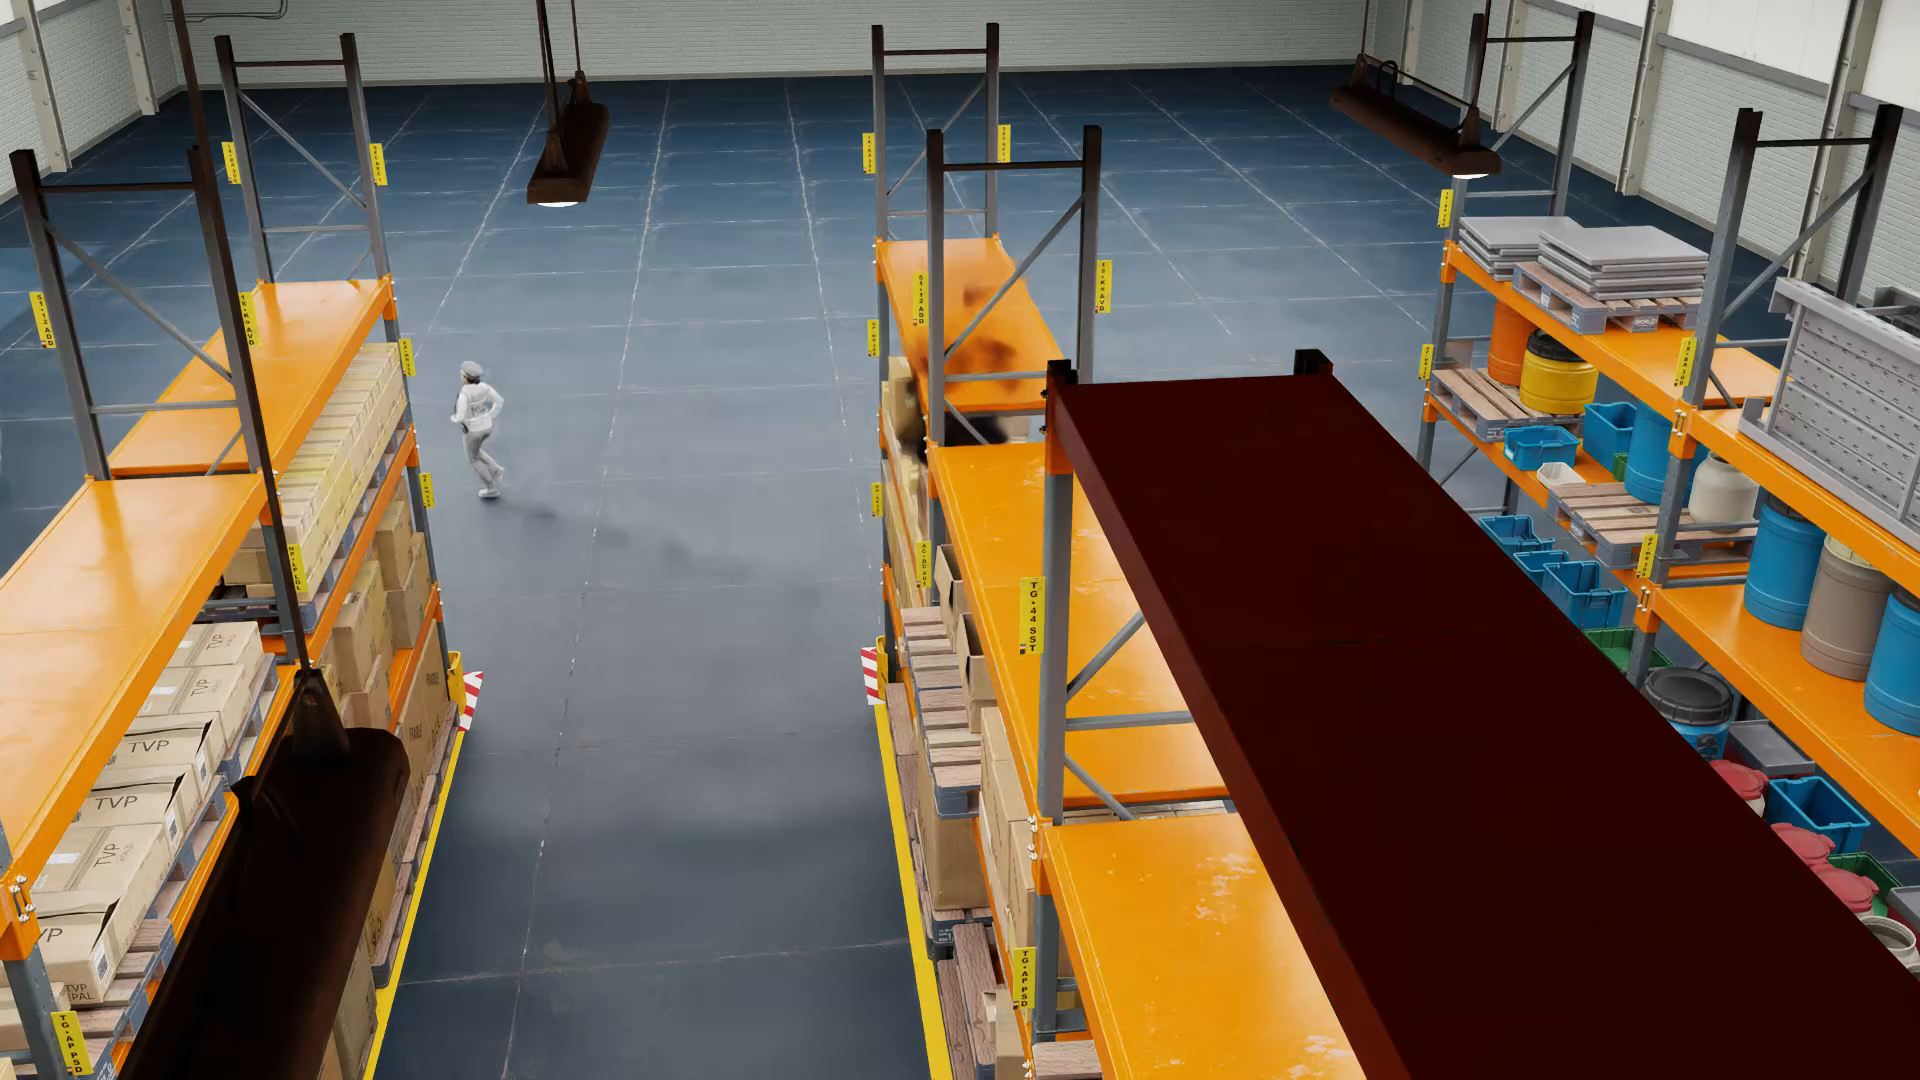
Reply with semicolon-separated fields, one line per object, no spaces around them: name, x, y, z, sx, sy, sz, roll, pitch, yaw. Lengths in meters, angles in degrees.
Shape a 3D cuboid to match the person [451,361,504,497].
person;-5.646;-1.291;19.309;0.535;1.647;0.605;12;28;23
